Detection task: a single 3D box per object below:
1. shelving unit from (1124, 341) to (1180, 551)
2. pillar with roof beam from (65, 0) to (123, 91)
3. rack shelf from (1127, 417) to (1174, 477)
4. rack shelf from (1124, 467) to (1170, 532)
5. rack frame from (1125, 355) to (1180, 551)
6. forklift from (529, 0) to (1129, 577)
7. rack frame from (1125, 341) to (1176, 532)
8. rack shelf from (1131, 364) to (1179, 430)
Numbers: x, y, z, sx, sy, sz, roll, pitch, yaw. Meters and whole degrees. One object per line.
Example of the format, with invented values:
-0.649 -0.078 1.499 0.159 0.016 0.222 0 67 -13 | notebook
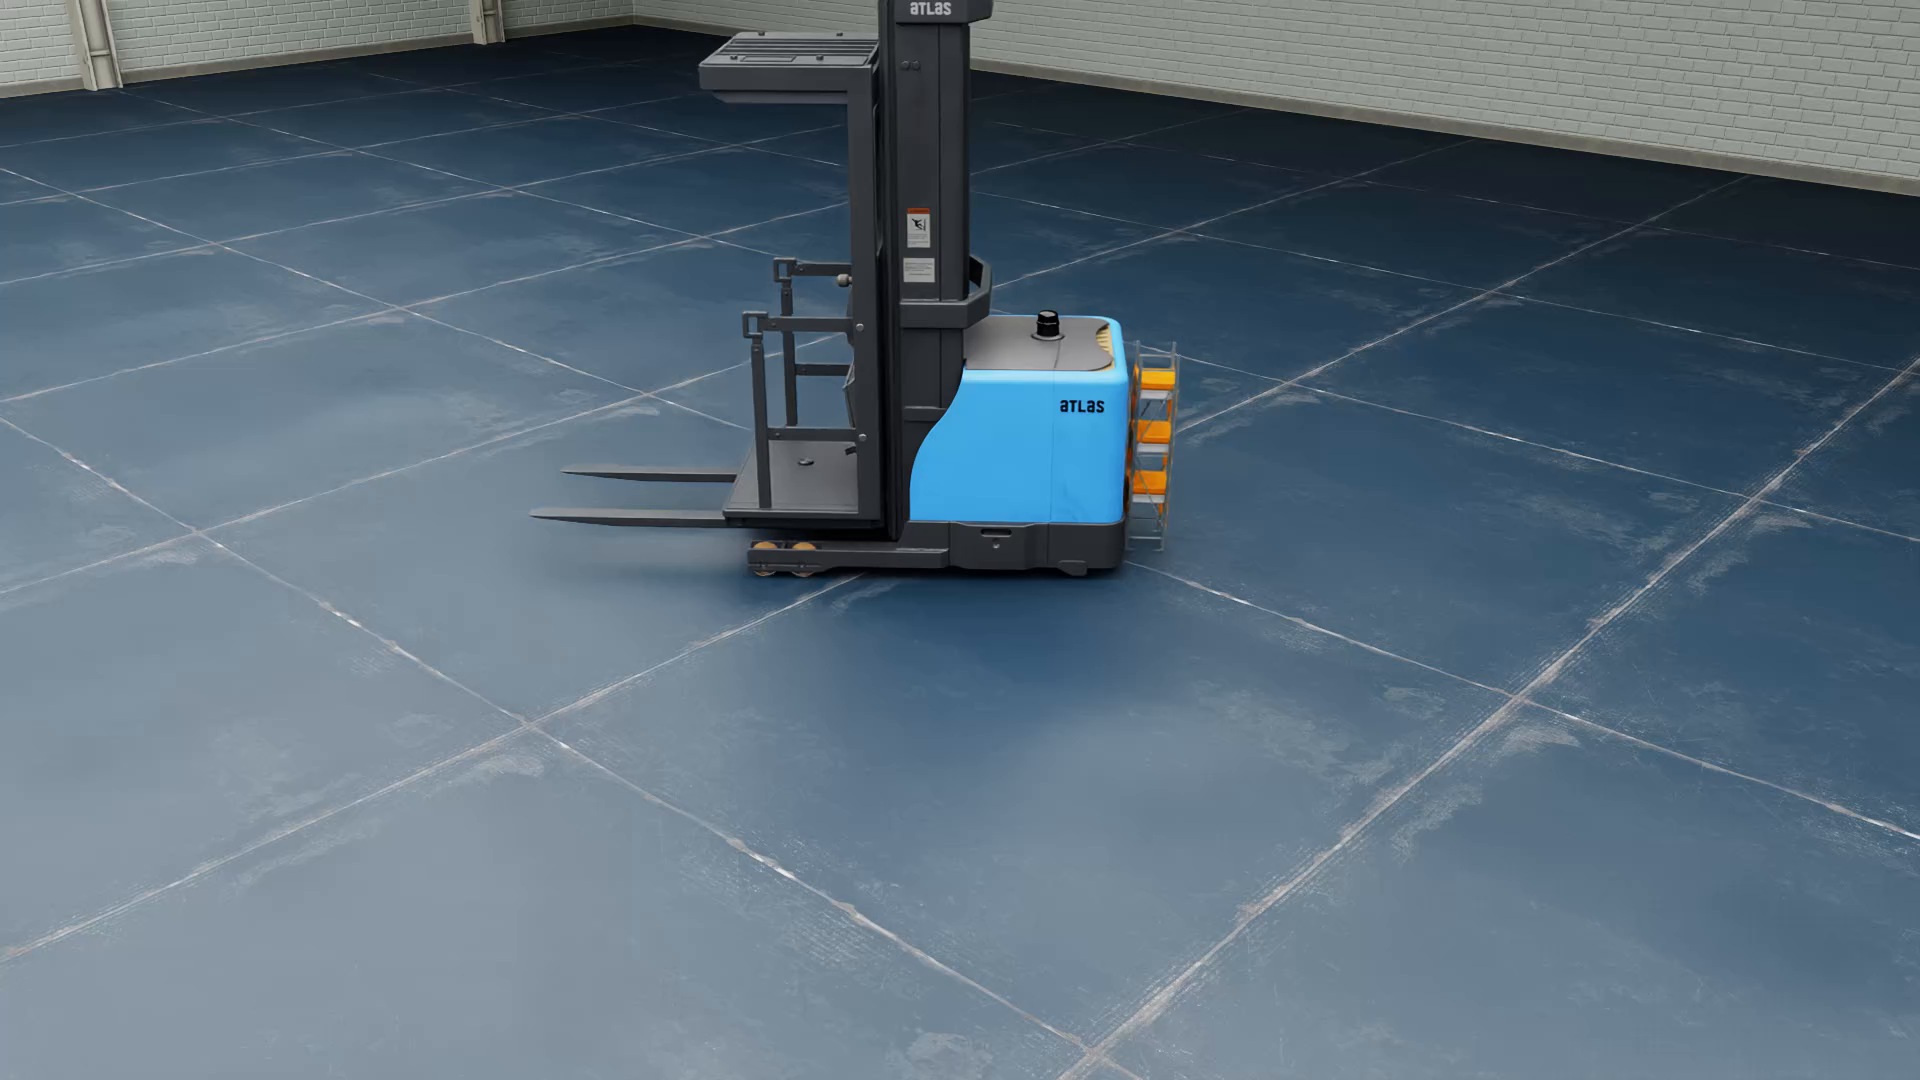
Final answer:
0.974 -0.476 8.521 0.215 1.050 0.252 2 24 1 | shelving unit
-8.250 -8.981 17.781 9.100 9.000 0.400 20 31 38 | pillar with roof beam
0.974 -0.466 8.525 0.215 0.259 0.240 2 24 1 | rack shelf
0.966 -0.213 8.639 0.215 0.259 0.240 2 24 1 | rack shelf
0.971 -0.426 8.410 0.200 1.050 0.008 2 24 1 | rack frame
-0.676 -1.369 8.220 3.031 2.935 1.130 1 24 2 | forklift
0.978 -0.526 8.632 0.200 1.050 0.008 2 24 1 | rack frame
0.982 -0.725 8.409 0.215 0.259 0.240 2 24 1 | rack shelf
